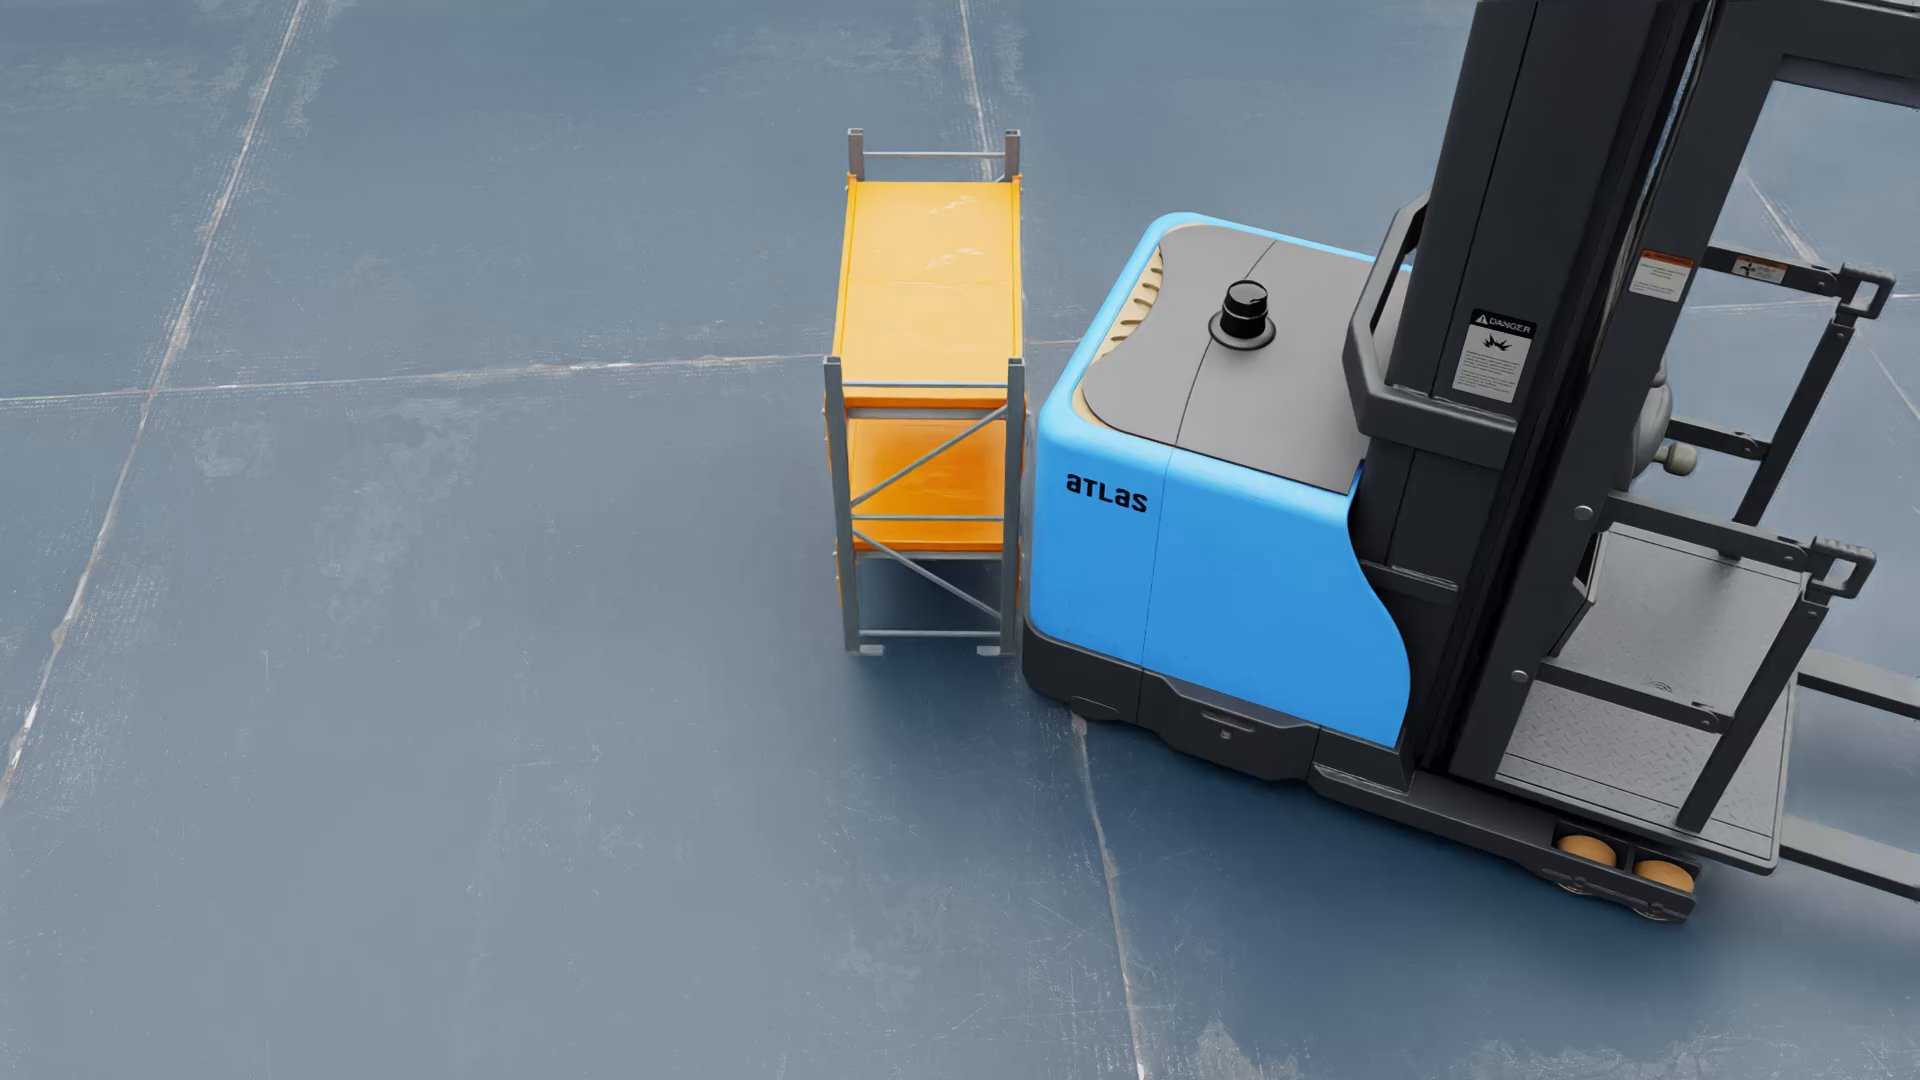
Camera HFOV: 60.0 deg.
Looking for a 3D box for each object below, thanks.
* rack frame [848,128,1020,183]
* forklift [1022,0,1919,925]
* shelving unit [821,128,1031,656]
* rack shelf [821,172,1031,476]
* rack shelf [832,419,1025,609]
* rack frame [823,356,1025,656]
[{"bbox_3d":[-0.075,-0.796,5.229,0.500,1.125,0.032,1,47,1],"label":"rack frame"},{"bbox_3d":[1.743,-0.464,3.671,3.031,2.935,1.130,17,49,16],"label":"forklift"},{"bbox_3d":[-0.082,-0.427,4.880,0.538,1.125,1.048,1,47,1],"label":"shelving unit"},{"bbox_3d":[-0.082,-0.628,4.667,0.538,0.278,1.000,1,47,1],"label":"rack shelf"},{"bbox_3d":[-0.082,-0.259,5.057,0.538,0.278,1.000,1,47,1],"label":"rack shelf"},{"bbox_3d":[-0.088,-0.058,4.530,0.500,1.125,0.032,1,47,1],"label":"rack frame"}]
